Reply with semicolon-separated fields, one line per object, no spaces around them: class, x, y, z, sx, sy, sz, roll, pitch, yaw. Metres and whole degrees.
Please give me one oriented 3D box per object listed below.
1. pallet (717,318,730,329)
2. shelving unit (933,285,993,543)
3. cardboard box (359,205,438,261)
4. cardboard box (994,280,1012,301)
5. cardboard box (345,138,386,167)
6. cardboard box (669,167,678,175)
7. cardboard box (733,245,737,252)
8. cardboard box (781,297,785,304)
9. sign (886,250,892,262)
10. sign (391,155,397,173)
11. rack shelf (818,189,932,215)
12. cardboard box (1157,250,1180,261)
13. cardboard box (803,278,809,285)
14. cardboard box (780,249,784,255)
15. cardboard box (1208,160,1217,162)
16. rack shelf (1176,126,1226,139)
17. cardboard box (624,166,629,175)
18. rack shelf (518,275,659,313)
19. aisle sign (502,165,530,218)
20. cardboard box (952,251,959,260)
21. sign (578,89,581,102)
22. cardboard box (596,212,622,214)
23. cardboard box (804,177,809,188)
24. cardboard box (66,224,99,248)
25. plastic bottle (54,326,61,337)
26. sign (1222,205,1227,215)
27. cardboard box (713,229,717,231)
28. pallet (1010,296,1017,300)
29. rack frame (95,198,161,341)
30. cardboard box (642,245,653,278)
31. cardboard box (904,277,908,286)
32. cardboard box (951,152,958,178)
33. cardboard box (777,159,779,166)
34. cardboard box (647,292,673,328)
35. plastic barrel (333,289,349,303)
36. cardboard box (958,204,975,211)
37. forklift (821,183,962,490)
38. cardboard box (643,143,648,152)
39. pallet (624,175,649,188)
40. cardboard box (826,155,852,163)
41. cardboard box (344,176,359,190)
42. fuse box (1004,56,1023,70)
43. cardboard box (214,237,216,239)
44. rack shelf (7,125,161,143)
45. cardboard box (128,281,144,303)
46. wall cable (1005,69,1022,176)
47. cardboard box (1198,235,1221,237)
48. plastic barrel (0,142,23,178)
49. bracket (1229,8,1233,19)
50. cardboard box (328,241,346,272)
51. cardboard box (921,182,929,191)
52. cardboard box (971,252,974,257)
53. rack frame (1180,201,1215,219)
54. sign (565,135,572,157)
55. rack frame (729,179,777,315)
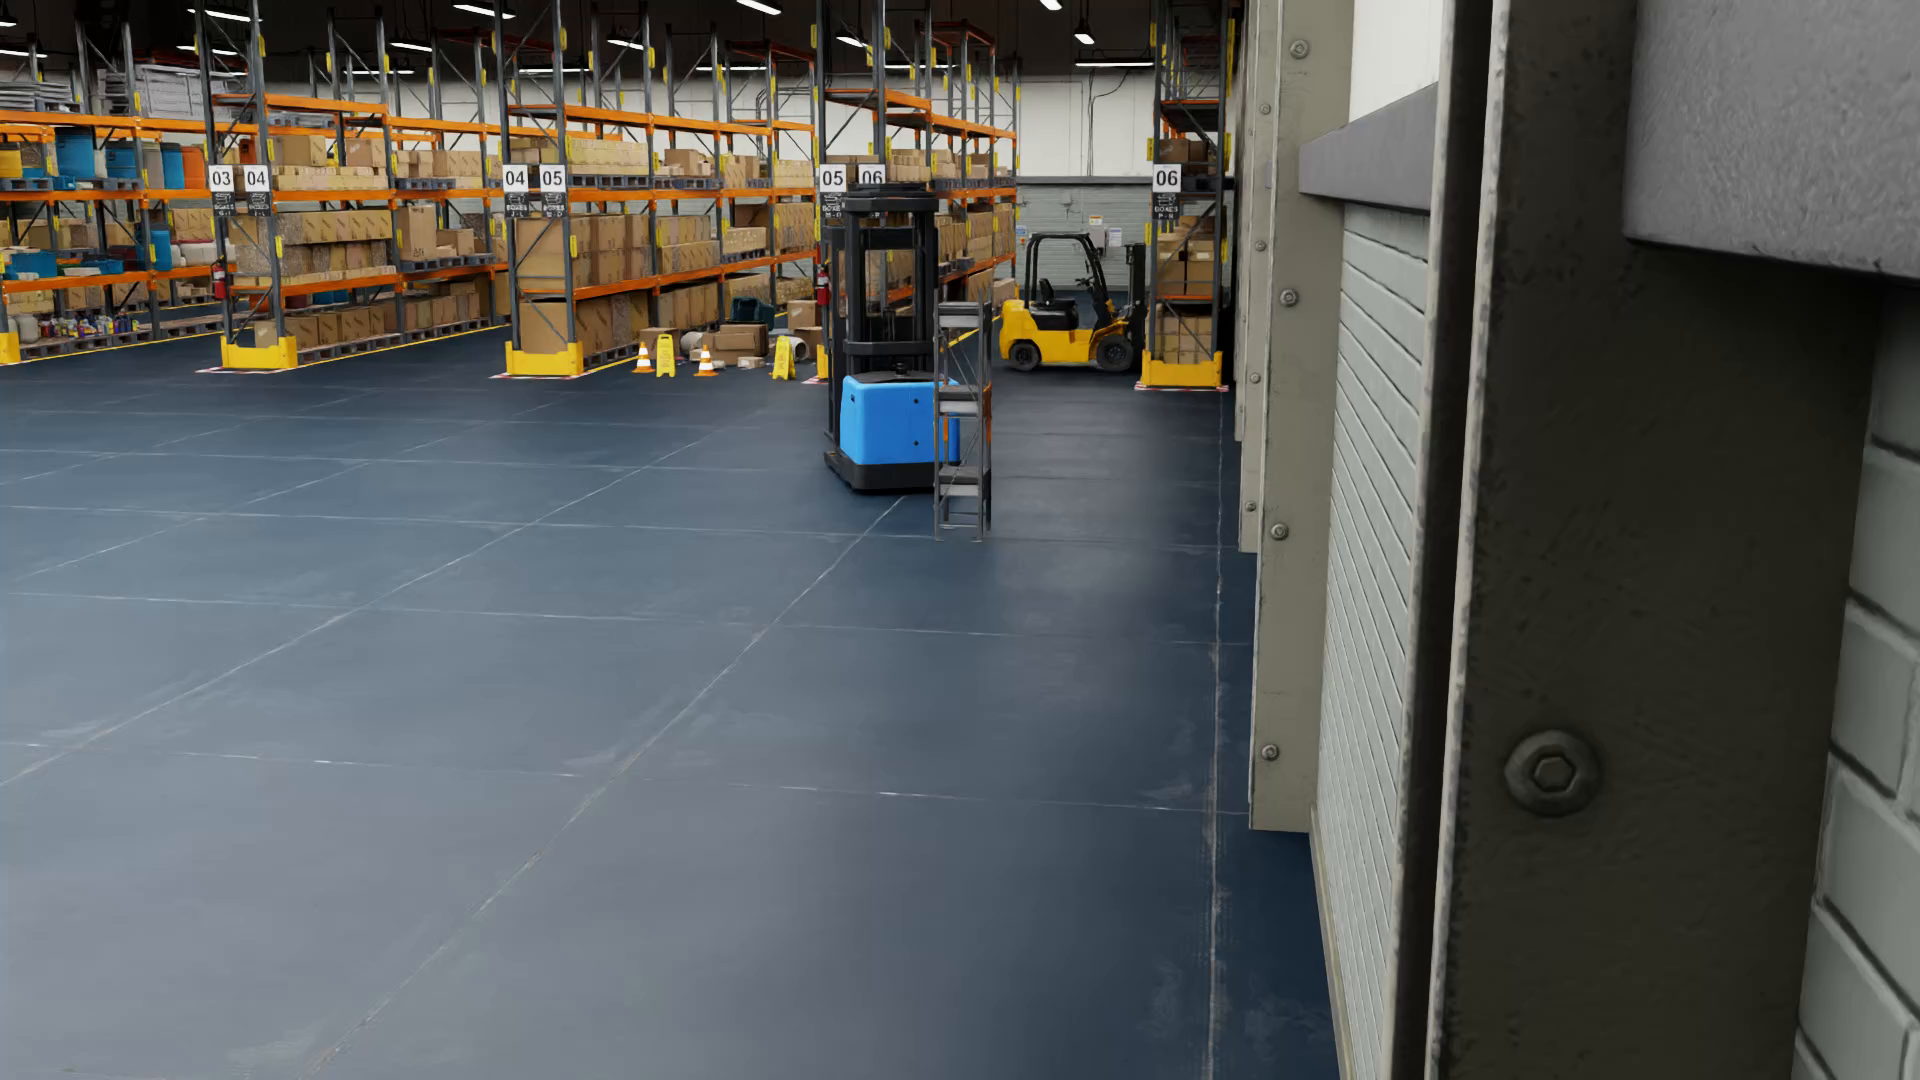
pallet;-5.159;-4.551;34.612;1.003;0.211;1.213;2;12;9
shelving unit;0.025;-1.061;13.932;0.431;2.100;0.503;2;12;9
cardboard box;-10.520;-5.760;31.182;1.000;1.000;1.000;2;12;9
cardboard box;0.722;-5.899;39.332;0.875;0.438;0.875;2;12;10
cardboard box;-10.598;-6.904;29.659;0.500;0.500;0.500;2;12;7
cardboard box;-5.423;-6.800;30.670;0.380;0.149;0.250;2;12;9
cardboard box;-4.890;-6.089;34.728;0.380;0.149;0.250;2;12;11
cardboard box;-4.251;-5.517;38.244;0.380;0.149;0.250;2;12;10
sign;-1.068;-4.353;25.017;0.100;0.325;0.005;2;12;9
sign;-10.244;-6.804;30.098;0.100;0.325;0.005;2;12;9
rack shelf;-1.296;-5.478;26.881;1.077;0.370;4.000;2;12;9
cardboard box;3.078;-4.234;24.745;0.380;0.149;0.250;2;12;9
cardboard box;-3.891;-6.293;40.431;0.380;0.149;0.250;2;12;7
cardboard box;-4.295;-6.680;38.466;0.380;0.149;0.250;1;12;6
cardboard box;4.861;-7.254;32.115;0.380;0.149;0.250;1;12;7
rack shelf;4.839;-8.254;33.592;1.077;0.370;4.000;2;12;9
cardboard box;-5.791;-6.219;27.975;0.380;0.149;0.250;2;12;10
rack shelf;-6.203;-4.151;27.844;1.077;0.370;4.000;2;12;9
aisle sign;-6.818;-5.352;25.539;0.394;0.787;0.004;2;12;9
cardboard box;-0.231;-5.397;31.517;0.380;0.149;0.250;2;12;10
sign;-9.483;-11.085;41.477;0.100;0.325;0.005;2;12;9
cardboard box;-8.751;-7.928;41.529;0.500;0.500;0.500;2;12;9
cardboard box;-3.930;-8.601;40.018;0.500;0.250;0.500;2;12;9
cardboard box;-19.639;-6.829;37.325;0.700;0.500;0.500;4;13;19
plastic bottle;-16.228;-3.753;29.885;0.097;0.201;0.097;0;12;0
sign;6.307;-7.816;39.643;0.100;0.325;0.005;2;12;9
cardboard box;-5.416;-6.565;35.525;0.380;0.149;0.250;2;12;10
pallet;0.811;-5.746;40.154;1.003;0.211;1.213;2;12;9
rack frame;-15.675;-5.262;31.288;1.000;3.000;0.127;2;12;9
cardboard box;-5.940;-4.915;29.326;0.875;0.550;0.550;2;12;9
cardboard box;-1.059;-4.211;27.011;0.380;0.149;0.250;2;12;7
cardboard box;-0.465;-7.418;32.933;0.797;0.503;0.637;1;12;5
cardboard box;-4.306;-8.525;37.535;0.380;0.149;0.250;1;12;6
cardboard box;-5.889;-4.157;30.506;1.050;0.750;0.750;2;12;8
plastic barrel;-14.545;-5.994;38.669;0.600;0.901;0.708;2;12;9
cardboard box;0.122;-7.426;37.180;0.380;0.149;0.250;2;12;10
forklift;-0.816;-2.178;17.143;1.130;2.935;3.031;-3;12;-13
cardboard box;-5.637;-6.820;28.870;0.380;0.149;0.250;2;12;8
pallet;-6.032;-6.172;28.604;1.003;0.211;1.213;2;12;9
cardboard box;-1.844;-5.761;25.187;0.380;0.149;0.250;2;12;9
cardboard box;-10.757;-6.176;28.767;0.500;0.250;0.500;2;12;8
fuse box;1.447;-12.952;45.137;0.513;0.334;0.176;2;12;9
cardboard box;-18.759;-7.551;41.674;0.500;0.500;0.500;2;12;8
rack shelf;-19.646;-9.057;37.317;1.077;0.370;4.000;2;12;9
cardboard box;-19.293;-5.762;38.500;0.500;0.500;0.500;2;12;9
wall cable;1.453;-11.404;45.549;0.463;3.000;0.029;2;12;9
cardboard box;4.023;-4.841;26.854;0.380;0.149;0.250;2;12;8
plastic barrel;-16.240;-6.434;28.164;0.600;0.588;0.600;0;12;0
bracket;5.331;-10.478;32.711;0.076;0.066;4.783;2;12;9
cardboard box;-11.118;-4.891;28.623;0.875;0.500;0.500;2;12;9
cardboard box;-0.735;-6.048;28.412;0.380;0.149;0.250;2;12;9
cardboard box;0.012;-5.740;33.866;0.500;0.250;0.500;2;12;7
rack frame;5.762;-7.118;39.902;1.000;3.000;0.127;2;12;9
sign;-5.963;-6.000;25.330;0.100;0.325;0.005;2;12;9
rack frame;-4.665;-6.585;37.427;1.000;3.000;0.127;2;12;9
